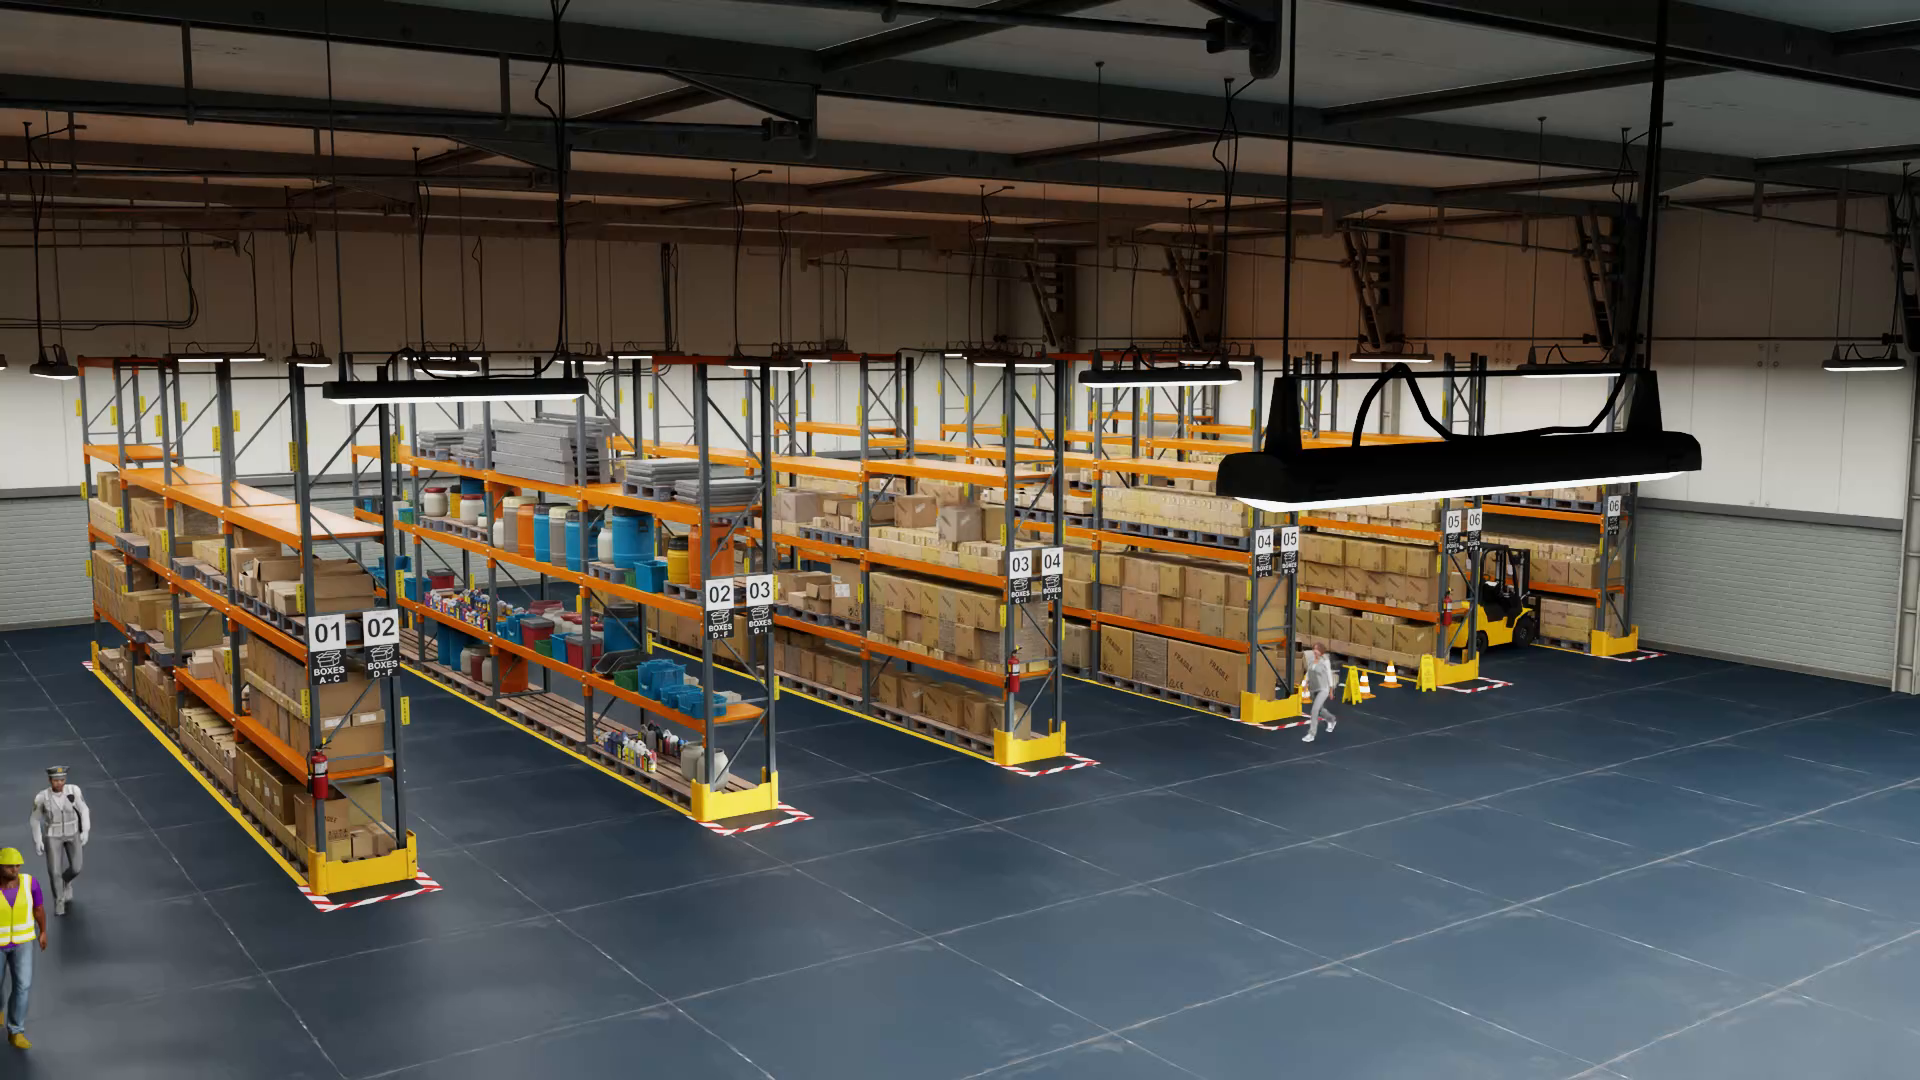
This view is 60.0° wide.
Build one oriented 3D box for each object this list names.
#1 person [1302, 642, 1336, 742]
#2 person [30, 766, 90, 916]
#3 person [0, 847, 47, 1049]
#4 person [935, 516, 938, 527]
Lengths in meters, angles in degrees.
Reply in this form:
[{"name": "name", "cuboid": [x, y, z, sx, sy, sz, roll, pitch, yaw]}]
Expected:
[{"name": "person", "cuboid": [5.714, 2.366, 26.280, 0.430, 1.545, 0.922, 7, 10, 44]}, {"name": "person", "cuboid": [-10.002, 3.288, 18.490, 0.583, 1.660, 0.550, -5, 8, -34]}, {"name": "person", "cuboid": [-8.611, 3.665, 15.077, 0.665, 1.762, 0.773, -6, 9, -43]}, {"name": "person", "cuboid": [-0.654, -0.233, 47.099, 0.508, 1.679, 0.467, 6, 9, 40]}]
